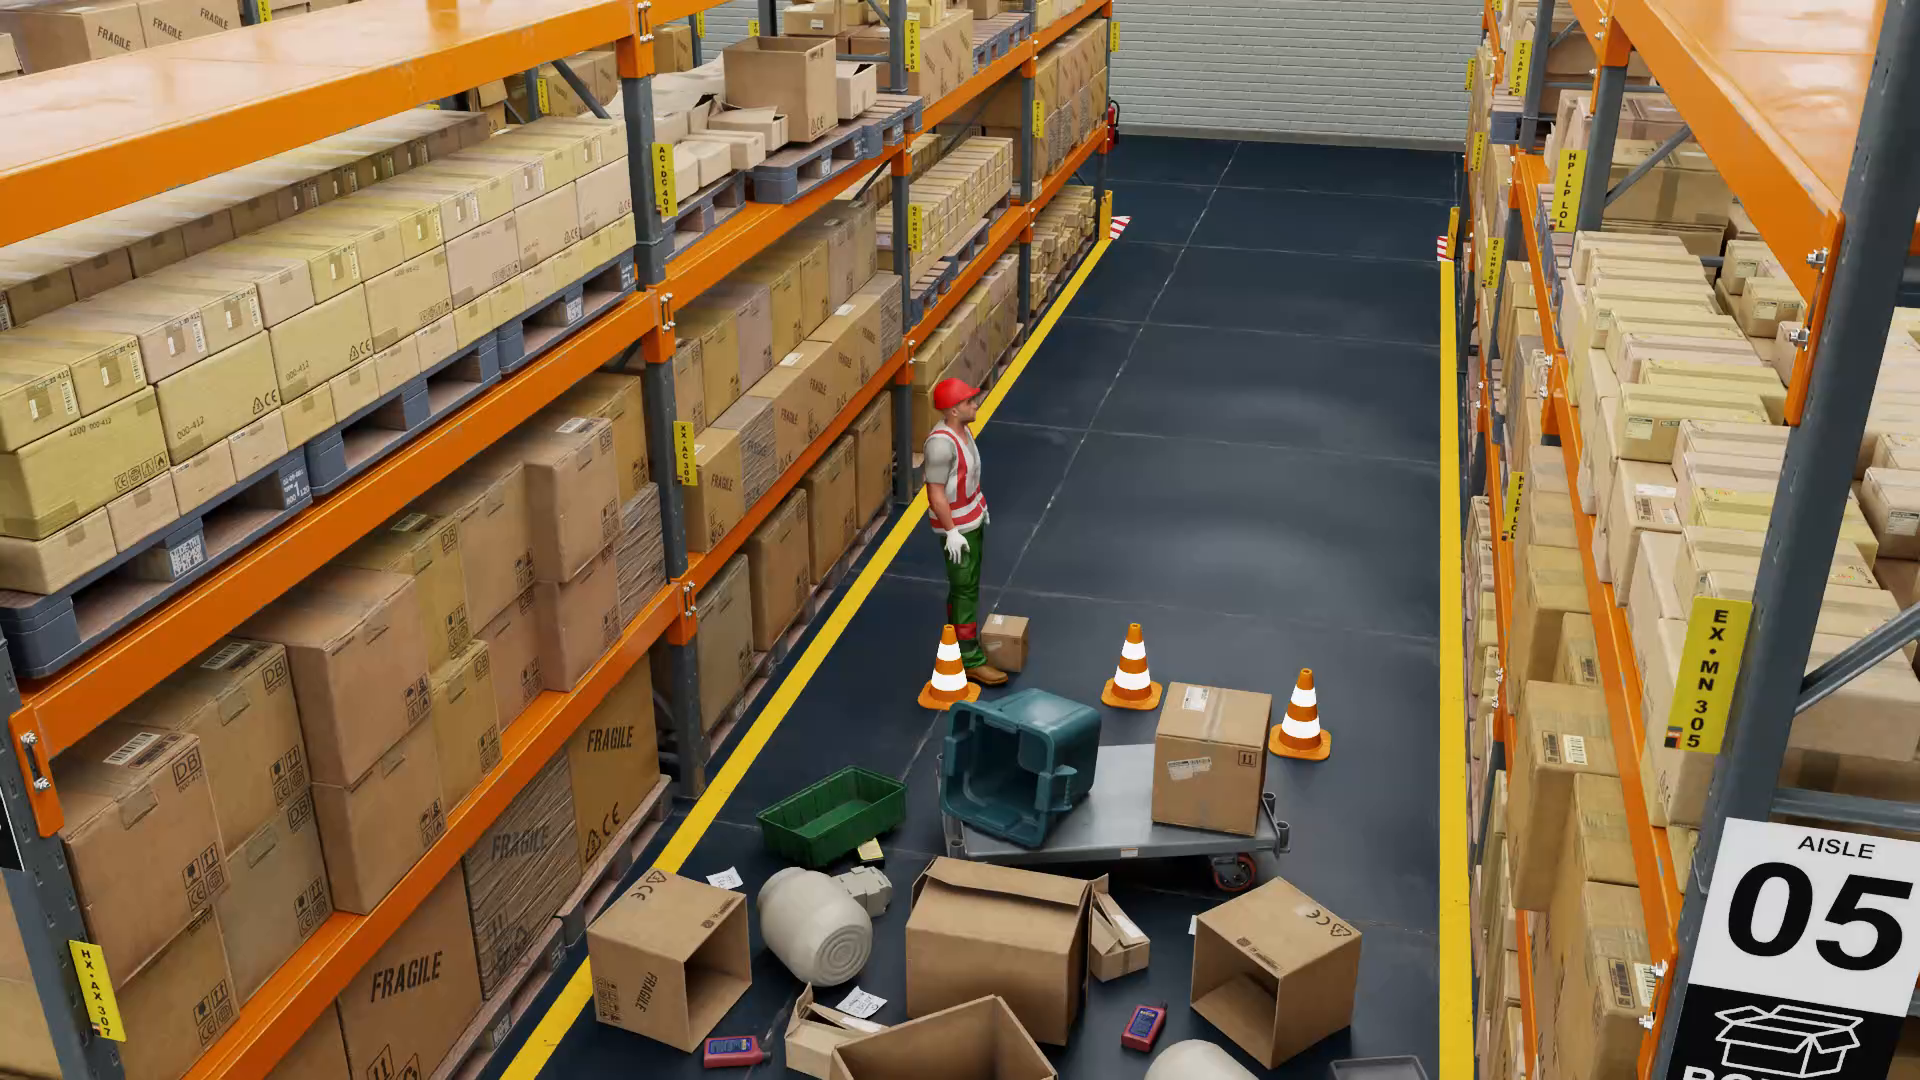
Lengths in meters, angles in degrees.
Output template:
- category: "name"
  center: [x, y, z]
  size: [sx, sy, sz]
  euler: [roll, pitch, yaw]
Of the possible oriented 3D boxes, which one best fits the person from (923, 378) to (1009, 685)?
- category: "person"
  center: [0.080, -0.081, 9.836]
  size: [0.561, 1.790, 0.638]
  euler: [6, 26, 13]
